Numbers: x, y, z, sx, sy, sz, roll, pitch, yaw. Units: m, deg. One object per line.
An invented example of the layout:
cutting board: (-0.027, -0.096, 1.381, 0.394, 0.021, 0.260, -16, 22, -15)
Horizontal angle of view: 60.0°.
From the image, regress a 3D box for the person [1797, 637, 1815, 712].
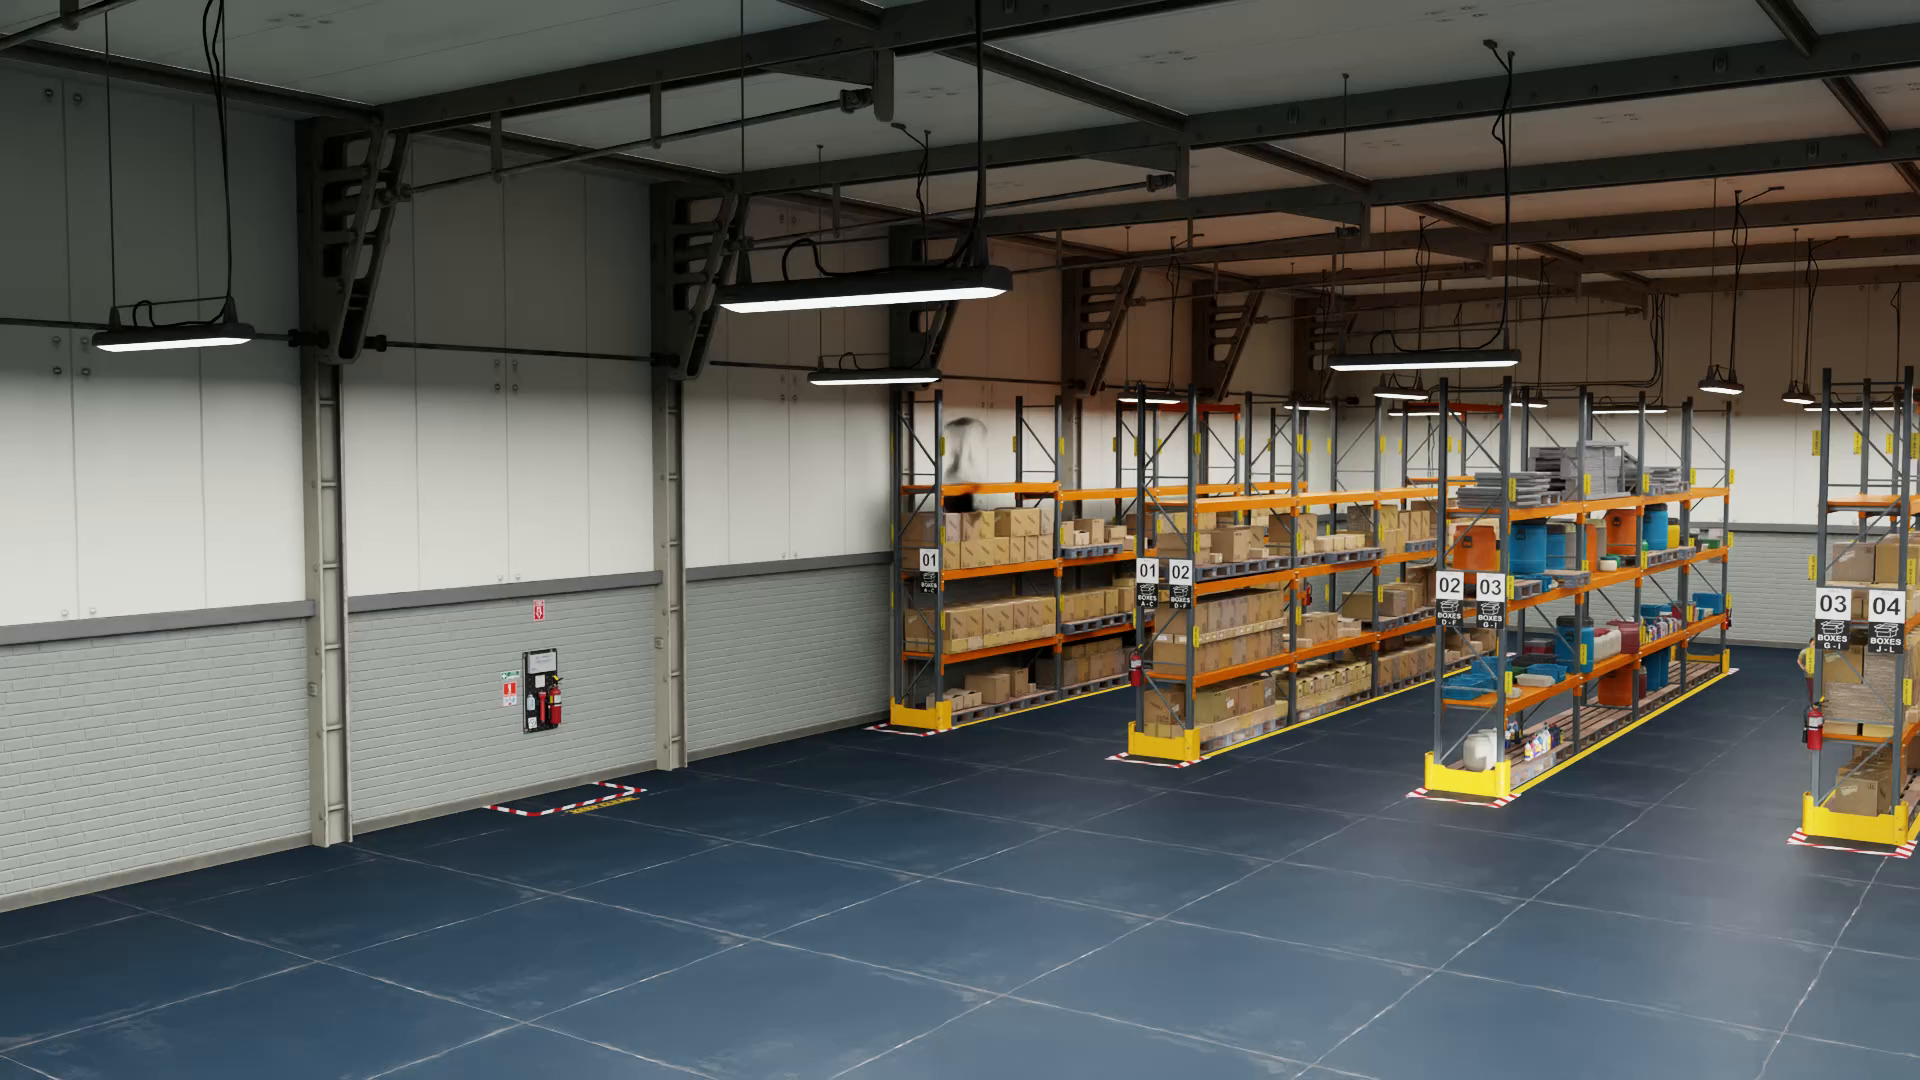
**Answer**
person: (15.518, 2.526, 30.159, 0.613, 1.624, 1.004, 2, 4, 26)
